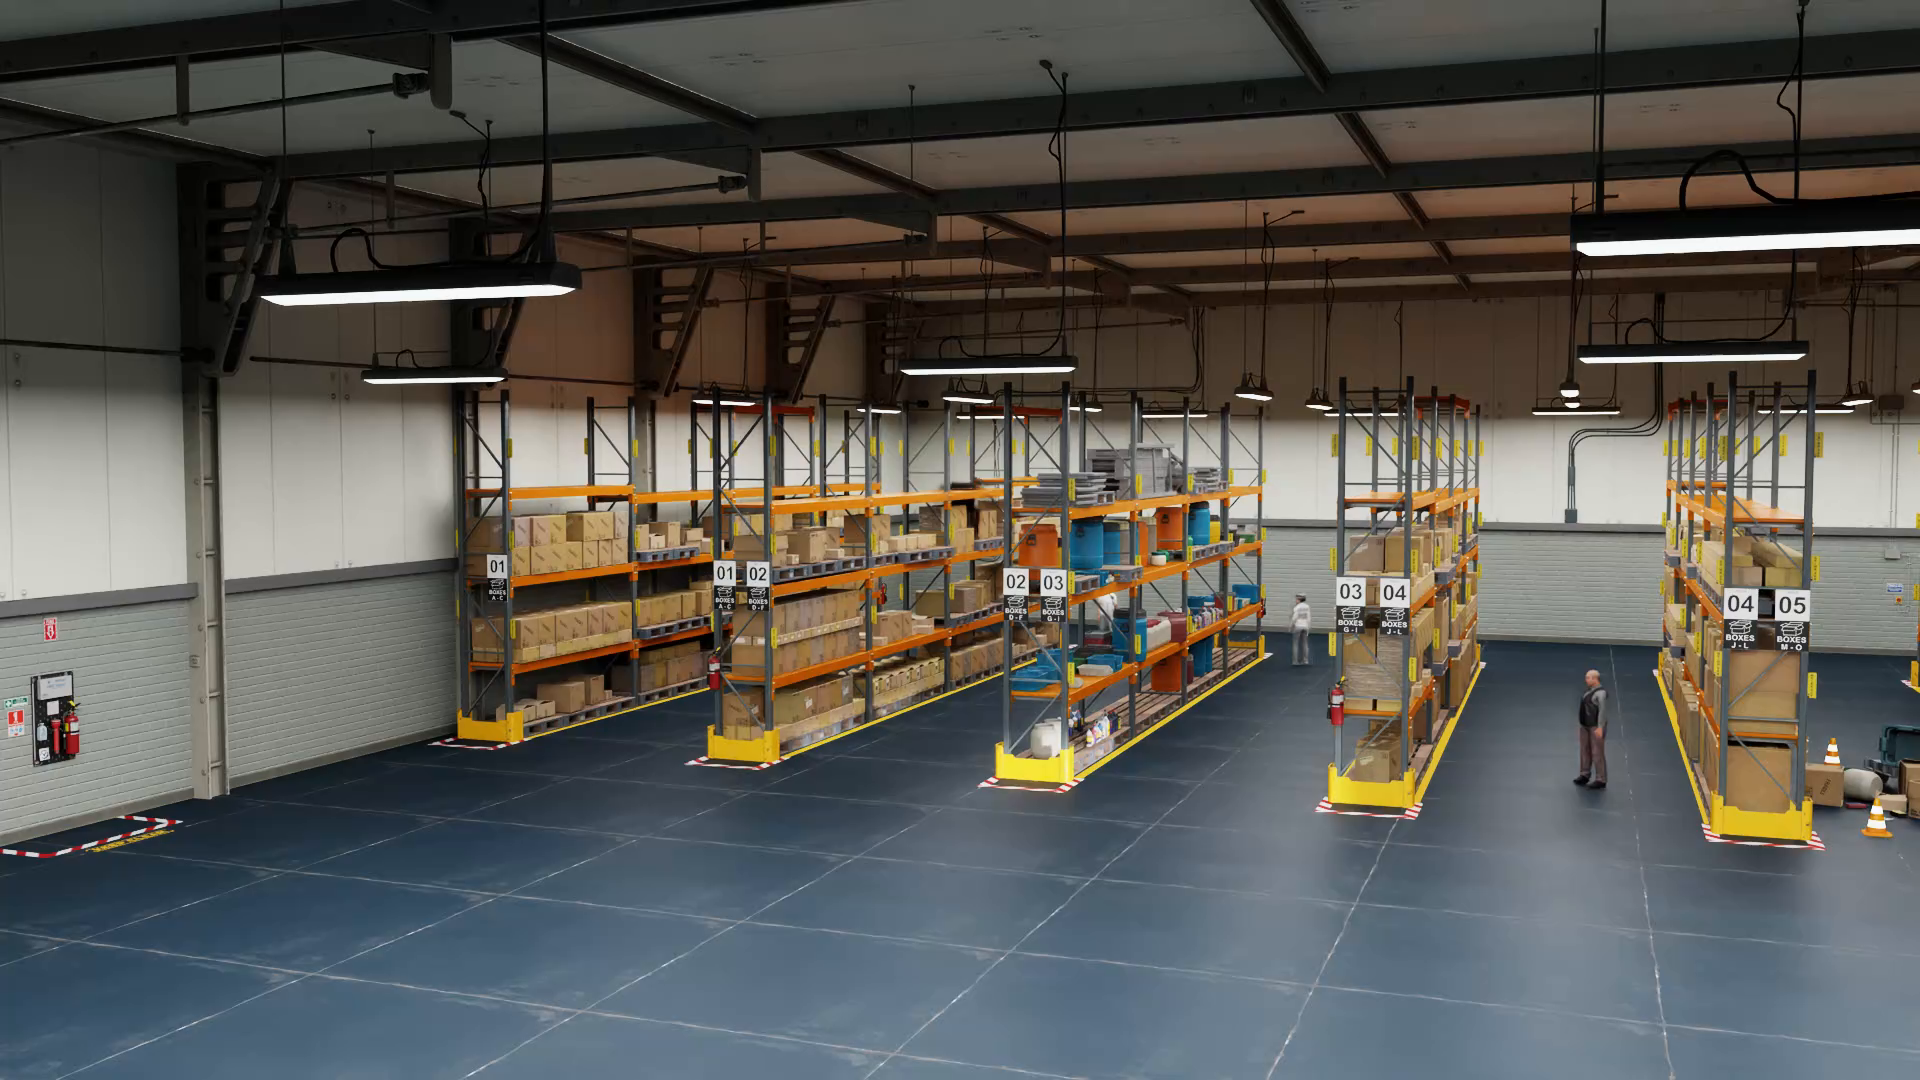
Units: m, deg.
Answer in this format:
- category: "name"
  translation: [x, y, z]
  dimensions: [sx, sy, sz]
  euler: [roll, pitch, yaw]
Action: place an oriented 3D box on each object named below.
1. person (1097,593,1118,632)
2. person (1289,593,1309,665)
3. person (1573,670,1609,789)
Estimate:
- category: "person"
  translation: [3.714, 1.890, 41.780]
  dimensions: [0.551, 1.614, 0.908]
  euler: [0, 3, -1]
- category: "person"
  translation: [7.810, 2.059, 38.328]
  dimensions: [0.558, 1.682, 0.383]
  euler: [-2, 4, -33]
- category: "person"
  translation: [9.366, 2.782, 24.658]
  dimensions: [0.412, 1.721, 0.589]
  euler: [0, 3, -7]
